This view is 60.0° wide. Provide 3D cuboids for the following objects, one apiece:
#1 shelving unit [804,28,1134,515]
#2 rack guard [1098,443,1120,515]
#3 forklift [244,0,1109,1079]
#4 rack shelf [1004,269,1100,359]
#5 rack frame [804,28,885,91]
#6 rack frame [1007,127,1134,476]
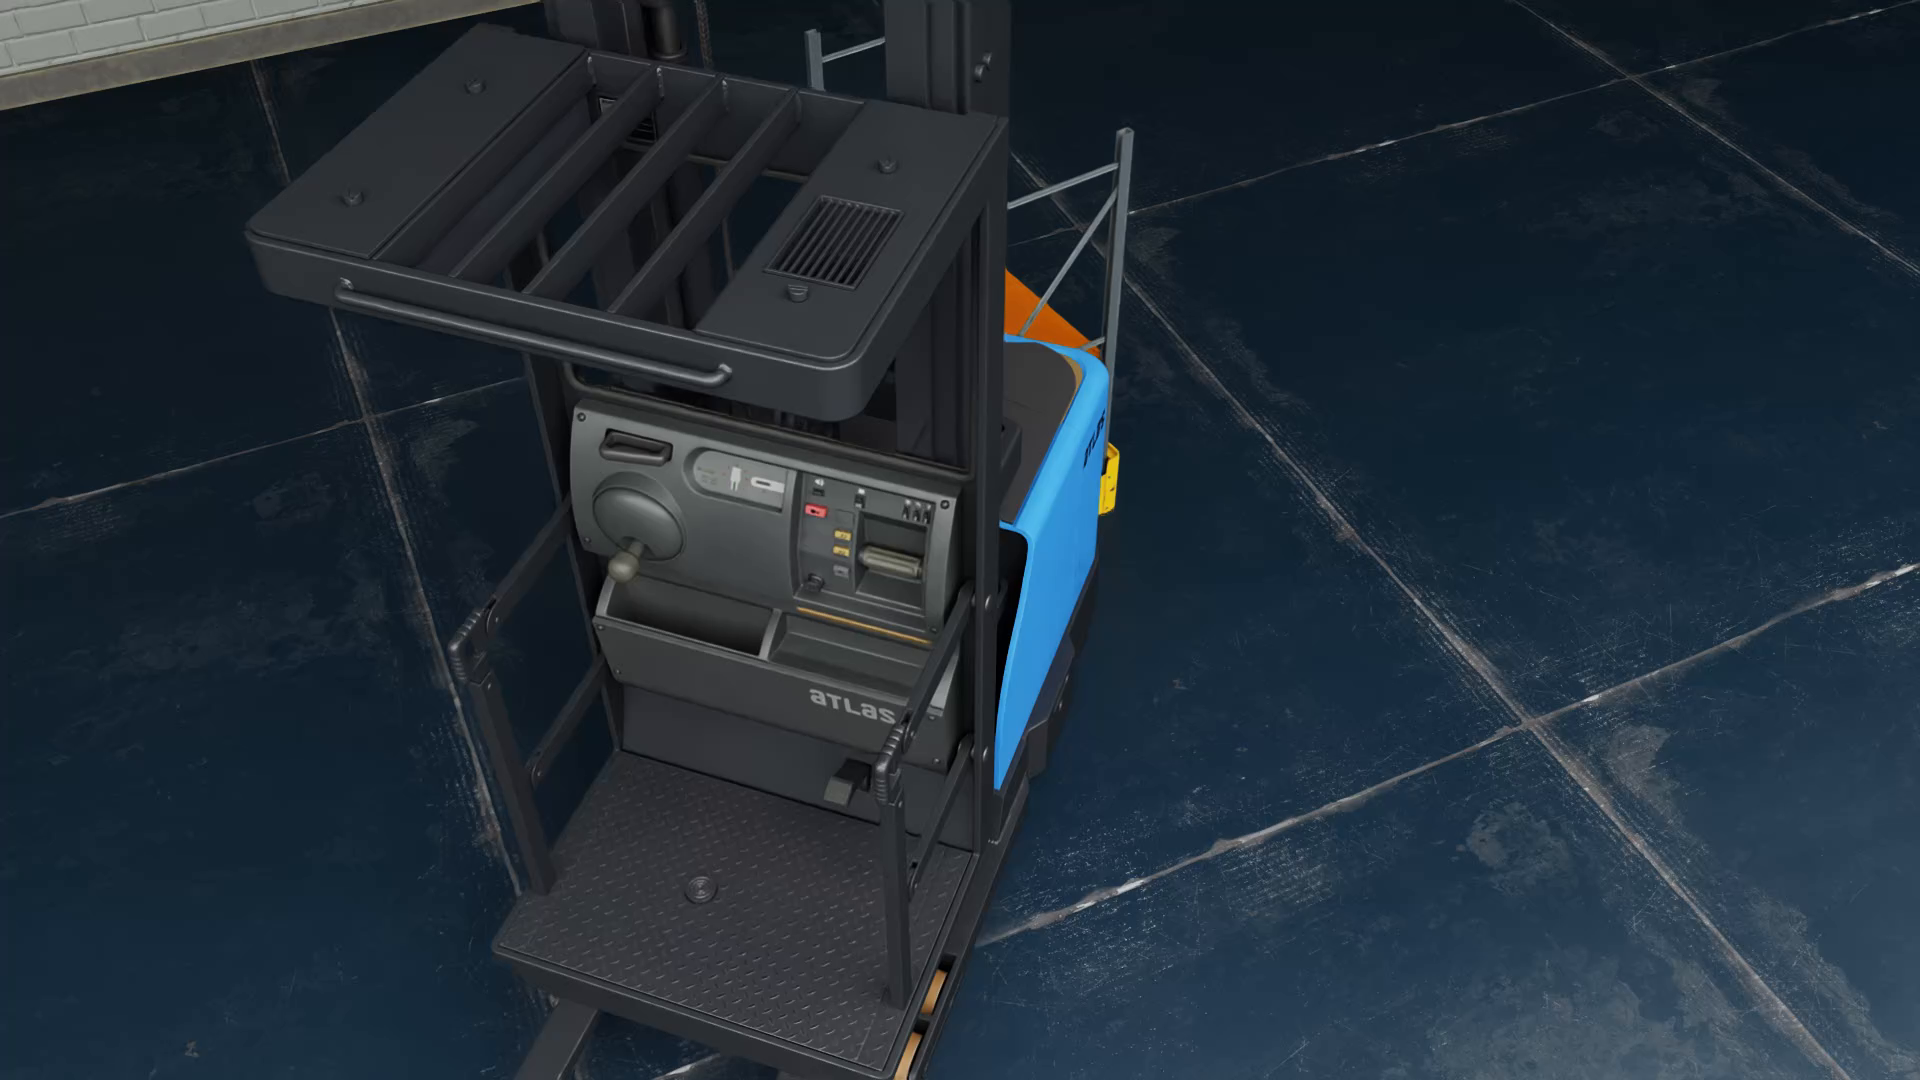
[{"bbox_3d":[0.011,-0.852,5.545,0.587,1.500,1.083,-25,50,-23],"label":"shelving unit"},{"bbox_3d":[0.287,-0.116,5.689,0.587,0.250,0.087,-25,50,-23],"label":"rack guard"},{"bbox_3d":[-0.524,0.054,3.609,1.130,2.935,3.031,14,46,14],"label":"forklift"},{"bbox_3d":[0.006,-0.729,5.677,0.538,0.185,1.000,-25,50,-23],"label":"rack shelf"},{"bbox_3d":[-0.276,-1.154,5.852,0.500,1.500,0.032,-25,50,-23],"label":"rack frame"},{"bbox_3d":[0.288,-0.560,5.250,0.500,1.500,0.032,-25,50,-23],"label":"rack frame"}]
